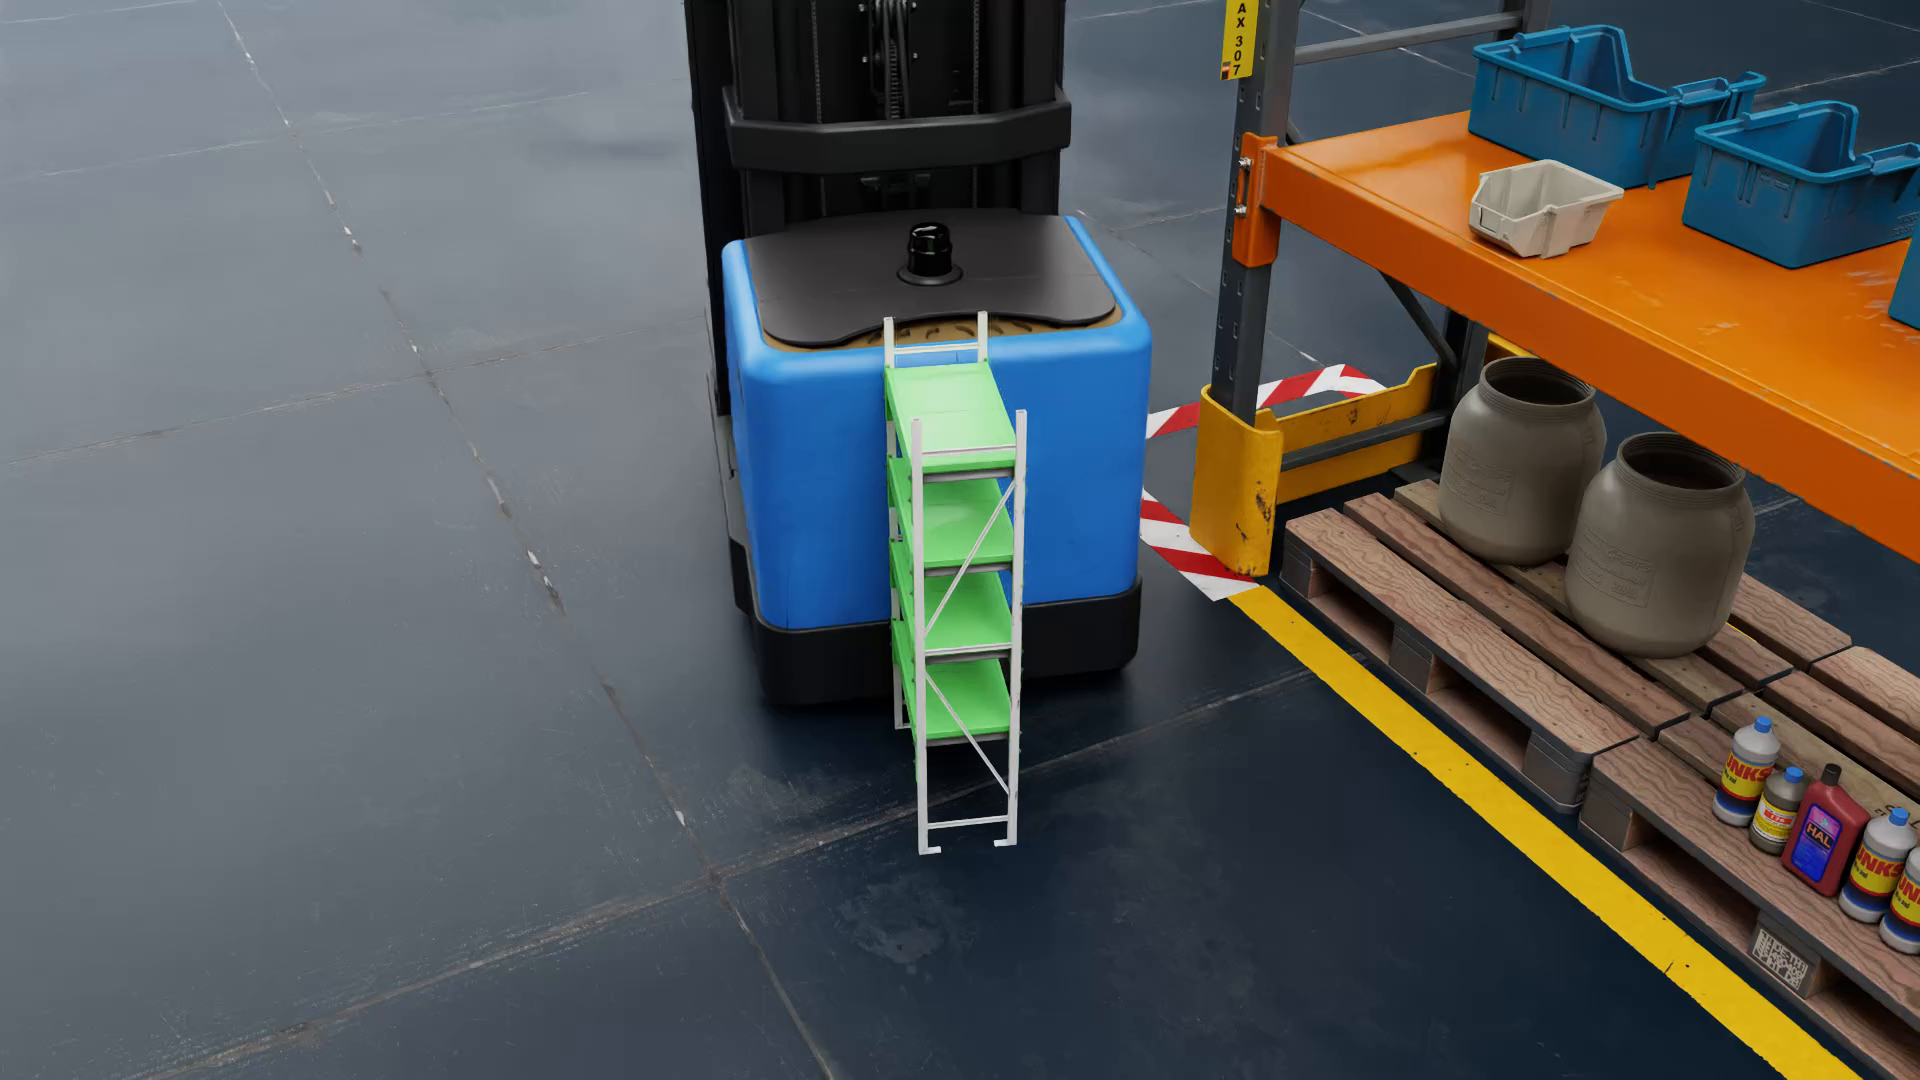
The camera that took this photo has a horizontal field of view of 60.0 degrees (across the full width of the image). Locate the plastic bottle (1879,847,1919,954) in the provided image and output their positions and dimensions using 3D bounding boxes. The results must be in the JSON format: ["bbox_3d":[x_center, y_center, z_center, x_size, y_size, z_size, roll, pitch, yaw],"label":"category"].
[{"bbox_3d":[2.001,0.728,3.454,0.097,0.271,0.097,0,33,0],"label":"plastic bottle"}]

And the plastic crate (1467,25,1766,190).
[{"bbox_3d":[1.723,-1.164,4.424,0.499,0.251,0.616,-16,36,-23],"label":"plastic crate"}]

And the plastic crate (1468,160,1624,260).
[{"bbox_3d":[1.358,-0.771,3.918,0.298,0.136,0.250,-16,36,-23],"label":"plastic crate"}]

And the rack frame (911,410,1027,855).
[{"bbox_3d":[0.019,0.249,3.750,0.240,1.200,0.015,-5,33,-7],"label":"rack frame"}]

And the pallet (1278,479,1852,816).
[{"bbox_3d":[1.676,0.197,4.746,1.003,0.211,1.213,-16,36,-23],"label":"pallet"}]

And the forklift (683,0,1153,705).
[{"bbox_3d":[-0.286,-1.578,4.996,1.130,2.935,3.031,-6,33,-9],"label":"forklift"}]

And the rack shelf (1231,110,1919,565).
[{"bbox_3d":[2.158,-0.133,3.344,1.077,0.370,4.000,-16,36,-23],"label":"rack shelf"}]

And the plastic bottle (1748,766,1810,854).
[{"bbox_3d":[1.843,0.596,3.726,0.097,0.201,0.097,0,33,0],"label":"plastic bottle"}]

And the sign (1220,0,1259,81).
[{"bbox_3d":[0.737,-1.370,4.352,0.100,0.325,0.005,-16,36,-23],"label":"sign"}]

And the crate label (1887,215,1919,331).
[{"bbox_3d":[2.323,-0.595,3.365,0.502,0.435,0.616,-16,36,-23],"label":"crate label"}]

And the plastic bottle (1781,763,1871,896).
[{"bbox_3d":[1.884,0.625,3.605,0.061,0.283,0.133,-15,36,-22],"label":"plastic bottle"}]

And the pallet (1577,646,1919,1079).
[{"bbox_3d":[2.241,0.779,3.839,1.003,0.211,1.213,-16,36,-23],"label":"pallet"}]

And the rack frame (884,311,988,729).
[{"bbox_3d":[-0.056,-0.012,4.156,0.240,1.200,0.015,-5,33,-7],"label":"rack frame"}]

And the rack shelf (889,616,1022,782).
[{"bbox_3d":[-0.019,0.374,4.117,0.258,0.148,0.480,-5,33,-7],"label":"rack shelf"}]

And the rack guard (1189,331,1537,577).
[{"bbox_3d":[1.302,-0.313,5.276,1.175,0.500,0.348,-16,36,-23],"label":"rack guard"}]

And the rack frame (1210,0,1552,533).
[{"bbox_3d":[1.225,-1.390,4.639,1.000,3.000,0.127,-16,36,-23],"label":"rack frame"}]

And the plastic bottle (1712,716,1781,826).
[{"bbox_3d":[1.795,0.517,3.784,0.097,0.271,0.097,0,33,0],"label":"plastic bottle"}]

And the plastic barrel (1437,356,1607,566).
[{"bbox_3d":[1.600,-0.225,4.737,0.421,0.512,0.421,0,33,0],"label":"plastic barrel"}]

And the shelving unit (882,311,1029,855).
[{"bbox_3d":[-0.019,0.118,3.953,0.258,1.200,0.503,-5,33,-7],"label":"shelving unit"}]

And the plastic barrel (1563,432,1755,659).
[{"bbox_3d":[1.834,0.015,4.364,0.421,0.512,0.421,0,33,0],"label":"plastic barrel"}]

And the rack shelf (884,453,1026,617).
[{"bbox_3d":[-0.019,-0.030,3.858,0.258,0.148,0.480,-5,33,-7],"label":"rack shelf"}]

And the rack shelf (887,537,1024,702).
[{"bbox_3d":[-0.019,0.172,3.987,0.258,0.148,0.480,-5,33,-7],"label":"rack shelf"}]

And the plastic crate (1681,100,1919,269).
[{"bbox_3d":[2.021,-0.853,3.938,0.499,0.251,0.408,-16,36,-23],"label":"plastic crate"}]

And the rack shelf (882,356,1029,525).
[{"bbox_3d":[-0.019,-0.232,3.728,0.258,0.148,0.480,-5,33,-7],"label":"rack shelf"}]

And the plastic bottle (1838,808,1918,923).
[{"bbox_3d":[1.955,0.681,3.528,0.097,0.271,0.097,0,33,0],"label":"plastic bottle"}]
